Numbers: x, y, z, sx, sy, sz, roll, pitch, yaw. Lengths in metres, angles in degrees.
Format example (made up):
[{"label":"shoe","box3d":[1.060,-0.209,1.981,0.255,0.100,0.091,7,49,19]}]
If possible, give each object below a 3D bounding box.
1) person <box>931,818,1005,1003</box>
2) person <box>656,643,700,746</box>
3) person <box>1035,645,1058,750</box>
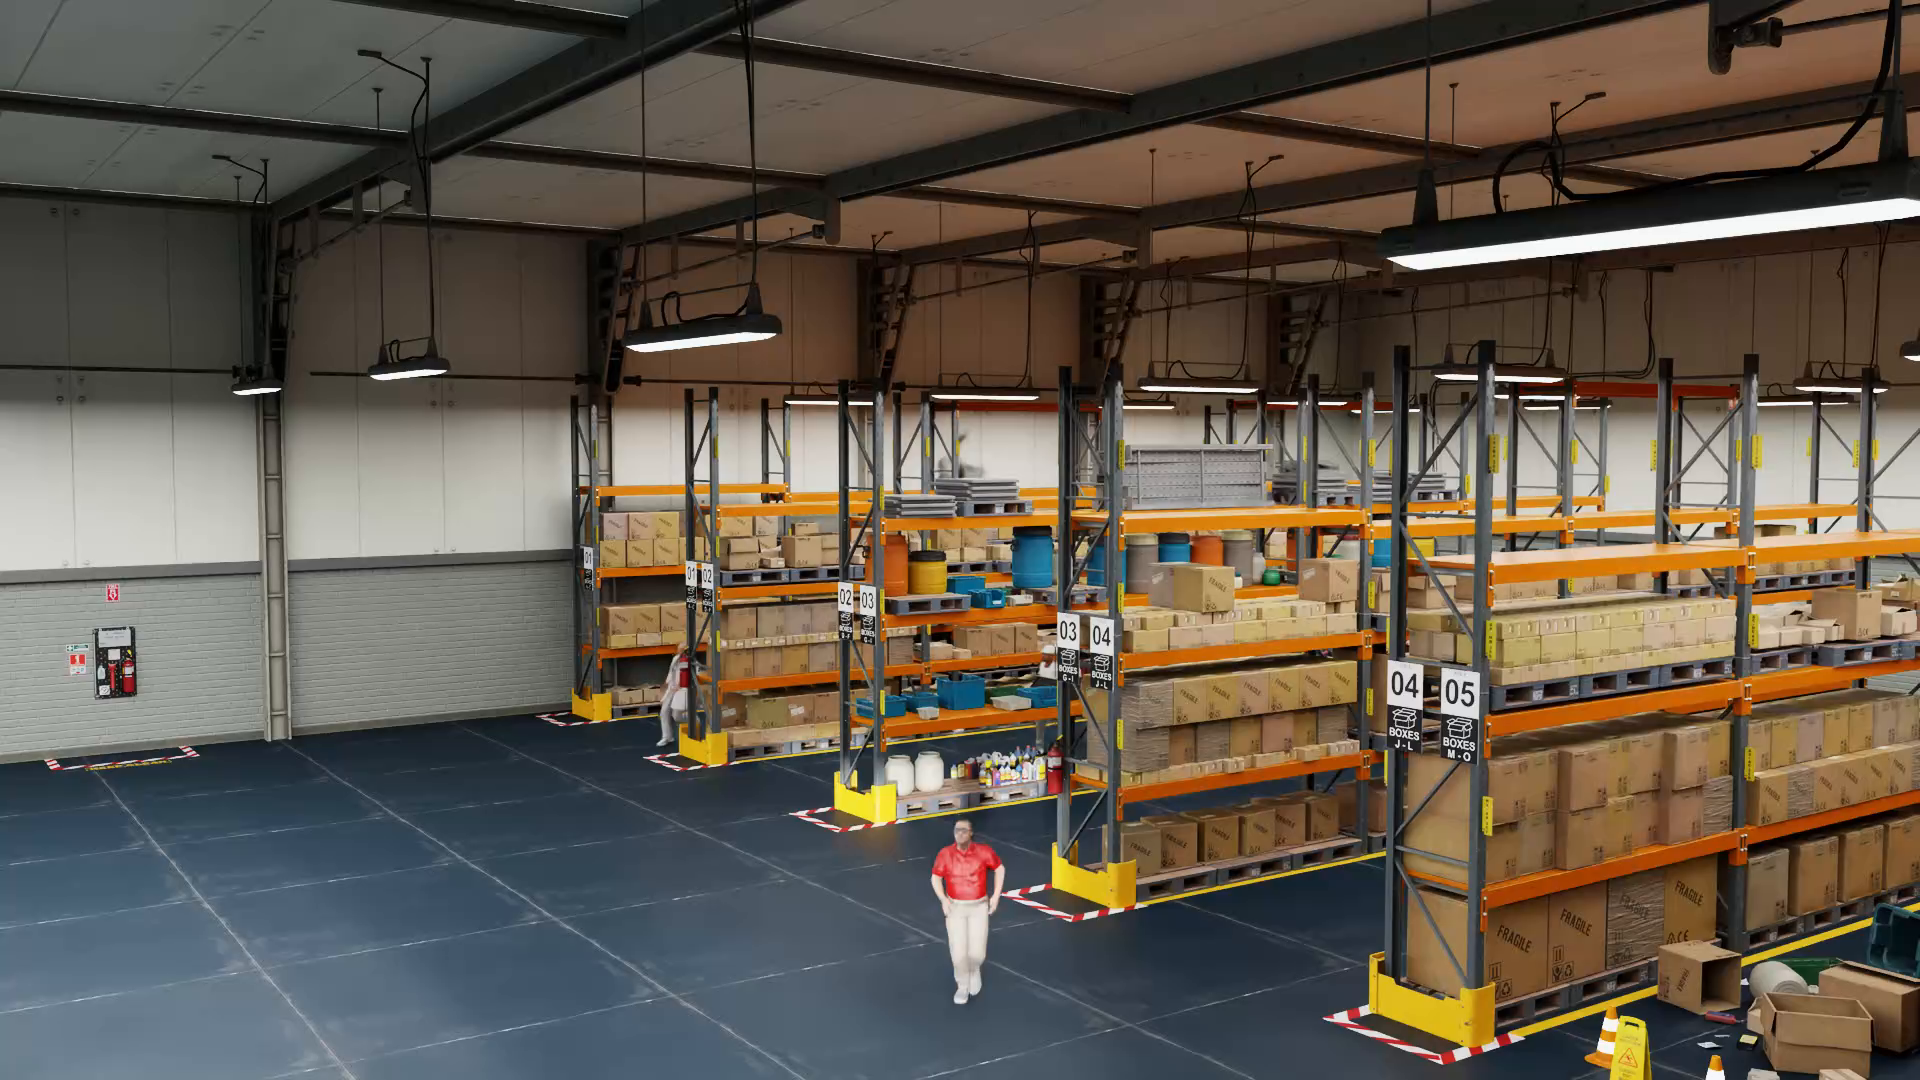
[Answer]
[{"label":"person","box3d":[0.058,3.406,15.247,0.673,1.689,0.527,0,3,6]},{"label":"person","box3d":[-4.728,2.617,28.304,0.754,1.764,0.846,3,4,39]},{"label":"person","box3d":[1.545,2.633,27.547,0.893,1.807,0.616,-3,5,-44]}]
